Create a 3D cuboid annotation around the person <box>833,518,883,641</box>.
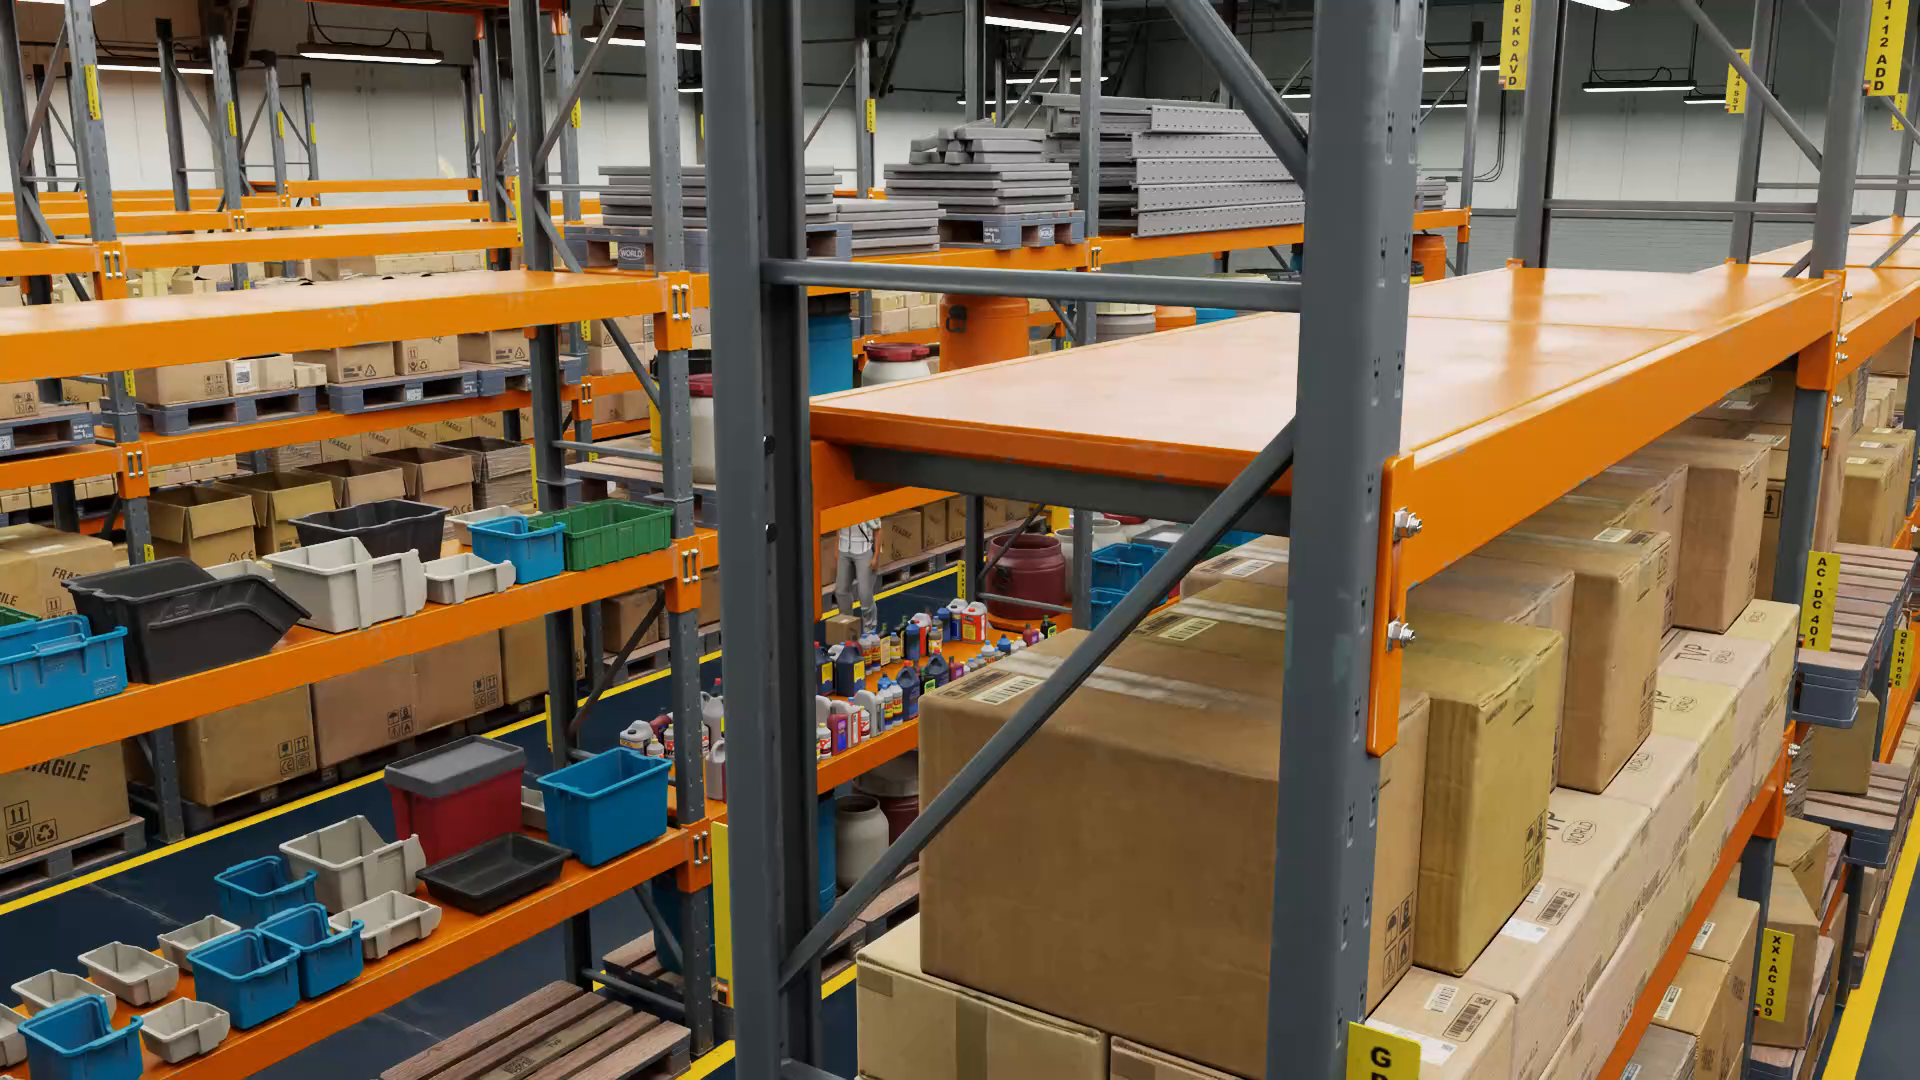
[{"bbox_3d":[-1.024,0.162,16.276,0.546,1.665,0.469,8,15,31],"label":"person"}]
